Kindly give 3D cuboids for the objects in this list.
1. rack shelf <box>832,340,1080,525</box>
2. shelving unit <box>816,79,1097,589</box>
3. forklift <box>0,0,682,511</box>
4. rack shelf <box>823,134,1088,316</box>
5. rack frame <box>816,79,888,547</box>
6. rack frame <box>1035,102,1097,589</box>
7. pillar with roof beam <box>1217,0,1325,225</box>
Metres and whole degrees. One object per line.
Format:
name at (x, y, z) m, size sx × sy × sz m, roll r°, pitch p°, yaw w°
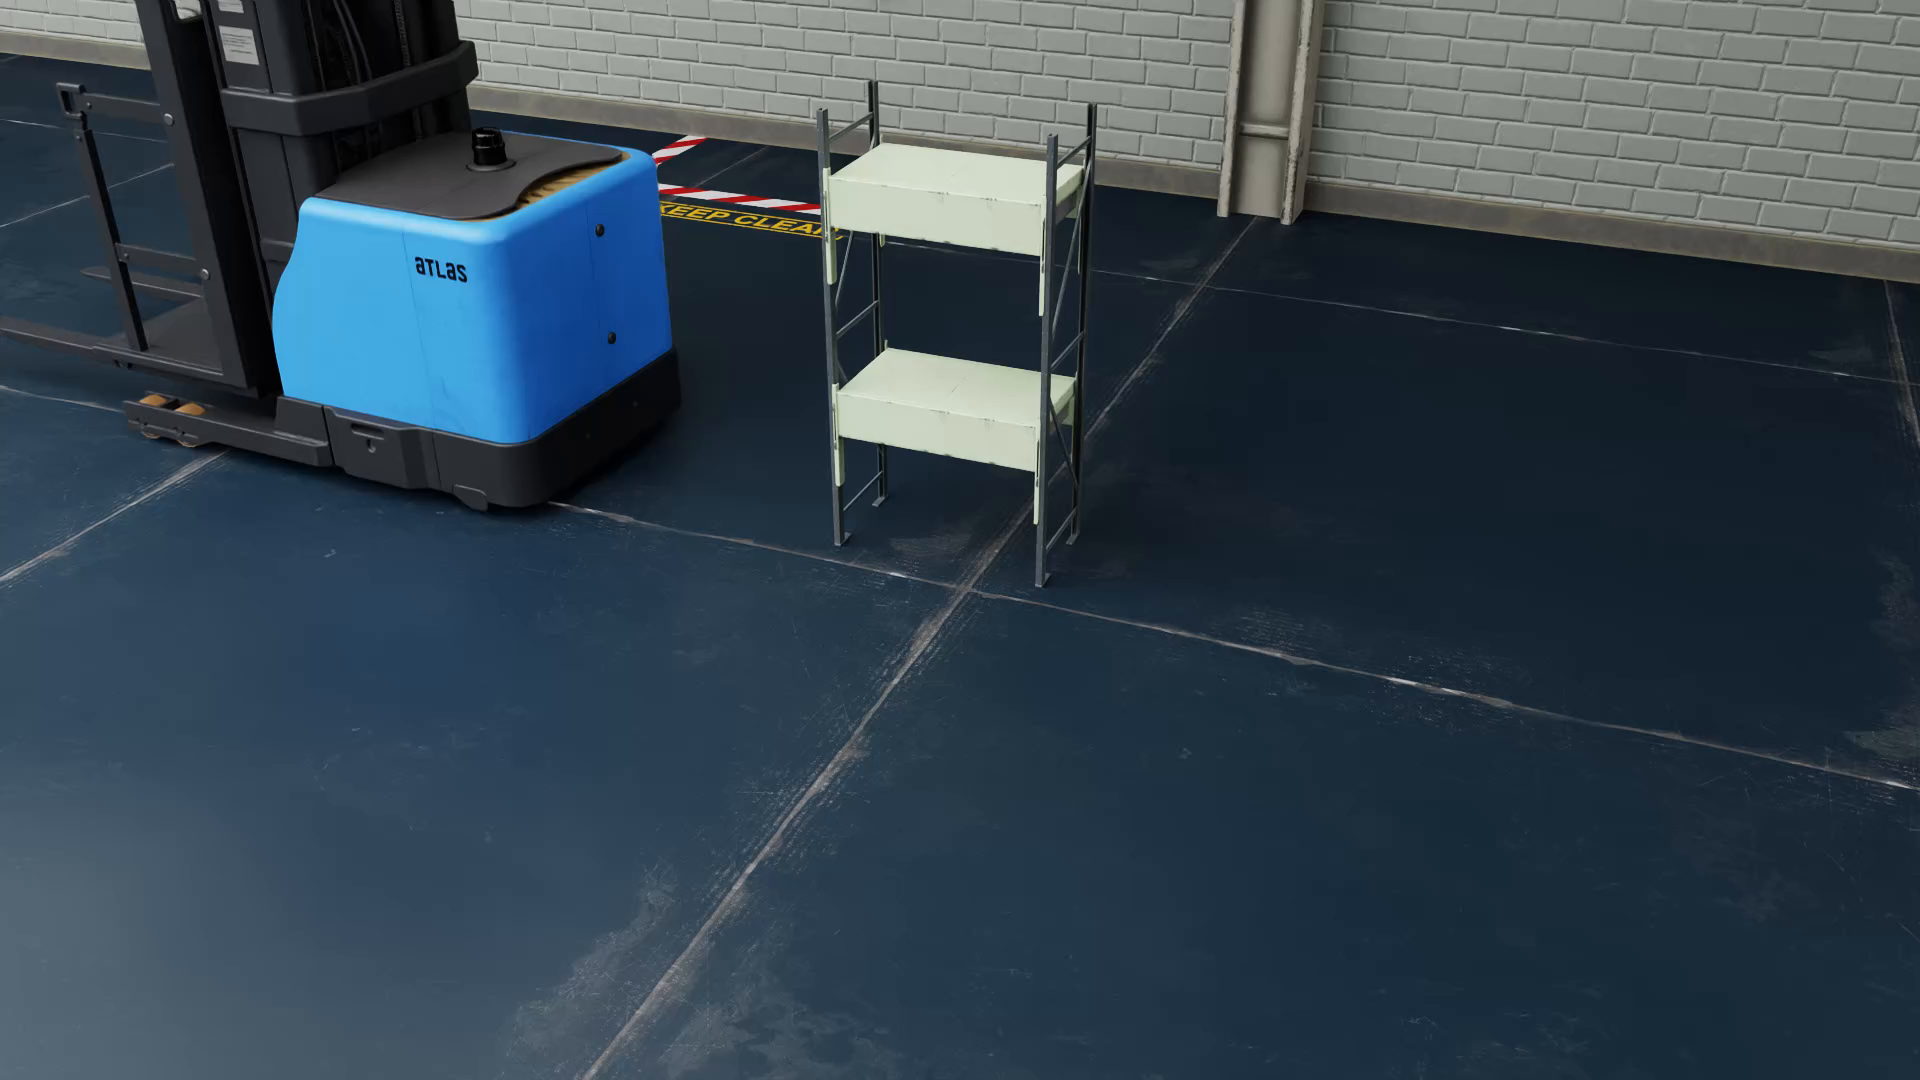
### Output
rack shelf at (-0.006, -0.370, 5.544) m, size 0.720 × 0.370 × 0.431 m, roll 11°, pitch 31°, yaw 19°
shelving unit at (-0.006, -0.654, 5.383) m, size 0.755 × 1.500 × 0.431 m, roll 11°, pitch 31°, yaw 19°
forklift at (-2.660, -1.851, 6.046) m, size 3.031 × 2.935 × 1.130 m, roll 13°, pitch 32°, yaw 21°
rack shelf at (-0.006, -0.994, 5.191) m, size 0.720 × 0.370 × 0.431 m, roll 11°, pitch 31°, yaw 19°
rack frame at (-0.345, -0.722, 5.503) m, size 0.023 × 1.500 × 0.400 m, roll 11°, pitch 31°, yaw 19°
rack frame at (0.333, -0.586, 5.263) m, size 0.023 × 1.500 × 0.400 m, roll 11°, pitch 31°, yaw 19°
pillar with roof beam at (-0.022, -3.700, 3.151) m, size 0.400 × 9.000 × 9.100 m, roll 11°, pitch 31°, yaw 19°
